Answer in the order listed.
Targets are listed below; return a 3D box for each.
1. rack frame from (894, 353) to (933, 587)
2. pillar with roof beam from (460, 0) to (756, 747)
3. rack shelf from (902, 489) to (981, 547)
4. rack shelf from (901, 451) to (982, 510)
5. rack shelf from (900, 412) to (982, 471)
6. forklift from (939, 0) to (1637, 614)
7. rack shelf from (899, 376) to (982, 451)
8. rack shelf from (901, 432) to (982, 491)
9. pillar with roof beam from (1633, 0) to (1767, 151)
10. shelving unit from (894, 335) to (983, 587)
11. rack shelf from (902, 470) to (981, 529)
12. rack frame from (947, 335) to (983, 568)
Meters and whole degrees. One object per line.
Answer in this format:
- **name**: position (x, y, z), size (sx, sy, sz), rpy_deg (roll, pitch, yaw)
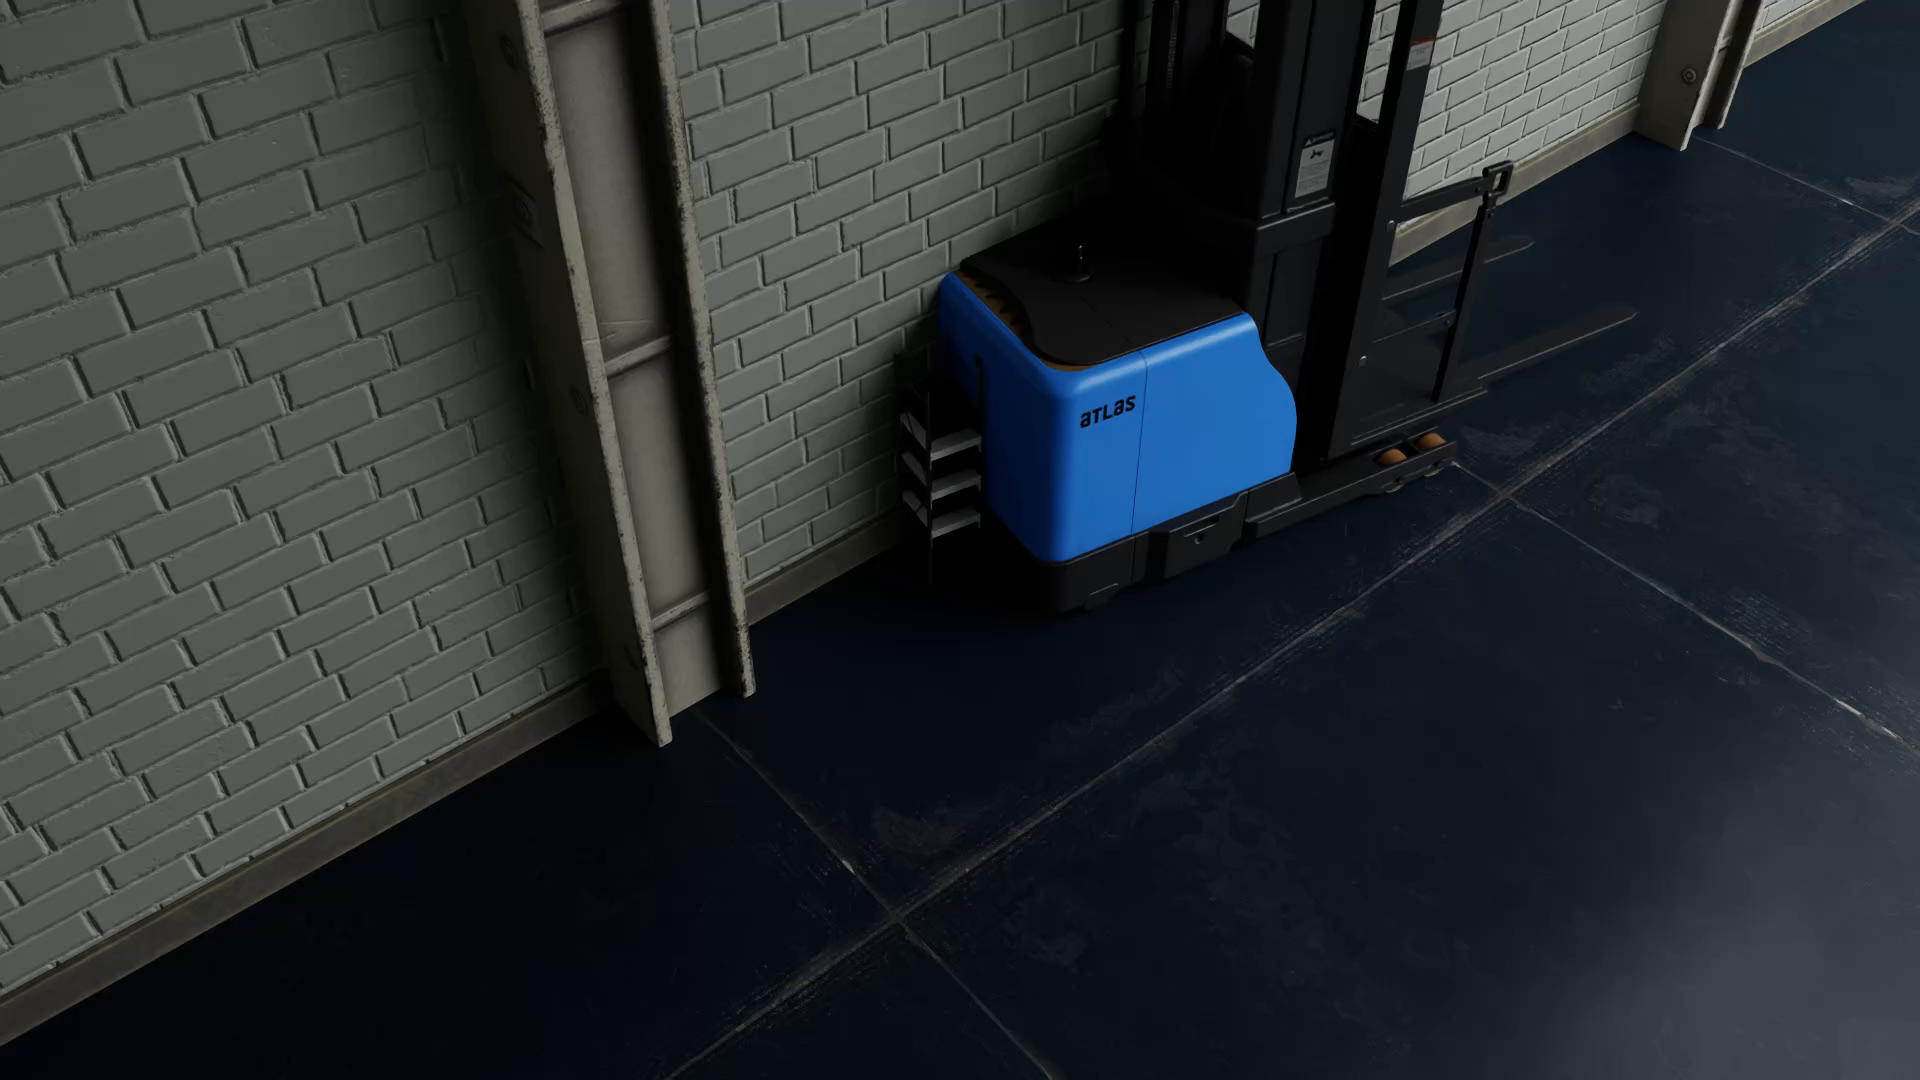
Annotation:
- **rack frame**: position (-0.162, -0.230, 5.838), size (0.006, 0.900, 0.240), rpy_deg (-21, 47, -21)
- **pillar with roof beam**: position (1.816, -0.497, 0.206), size (0.400, 9.000, 9.100), rpy_deg (-30, 51, -28)
- **rack shelf**: position (-0.073, -0.109, 6.020), size (0.200, 0.077, 0.258), rpy_deg (-21, 47, -21)
- **rack shelf**: position (-0.073, -0.240, 5.897), size (0.200, 0.077, 0.258), rpy_deg (-21, 47, -21)
- **rack shelf**: position (-0.073, -0.371, 5.774), size (0.200, 0.077, 0.258), rpy_deg (-21, 47, -21)
- **forklift**: position (1.346, -1.548, 5.757), size (3.031, 2.935, 1.130), rpy_deg (-21, 47, -21)
- **rack shelf**: position (-0.073, -0.437, 5.712), size (0.200, 0.077, 0.258), rpy_deg (-21, 47, -21)
- **rack shelf**: position (-0.073, -0.306, 5.835), size (0.200, 0.077, 0.258), rpy_deg (-21, 47, -21)
- **pillar with roof beam**: position (6.418, -3.132, 3.012), size (0.400, 9.000, 9.100), rpy_deg (-30, 51, -28)
- **shelving unit**: position (-0.073, -0.264, 5.874), size (0.210, 0.900, 0.258), rpy_deg (-21, 47, -21)
- **rack shelf**: position (-0.073, -0.174, 5.958), size (0.200, 0.077, 0.258), rpy_deg (-21, 47, -21)
- **rack frame**: position (0.015, -0.298, 5.910), size (0.006, 0.900, 0.240), rpy_deg (-21, 47, -21)
